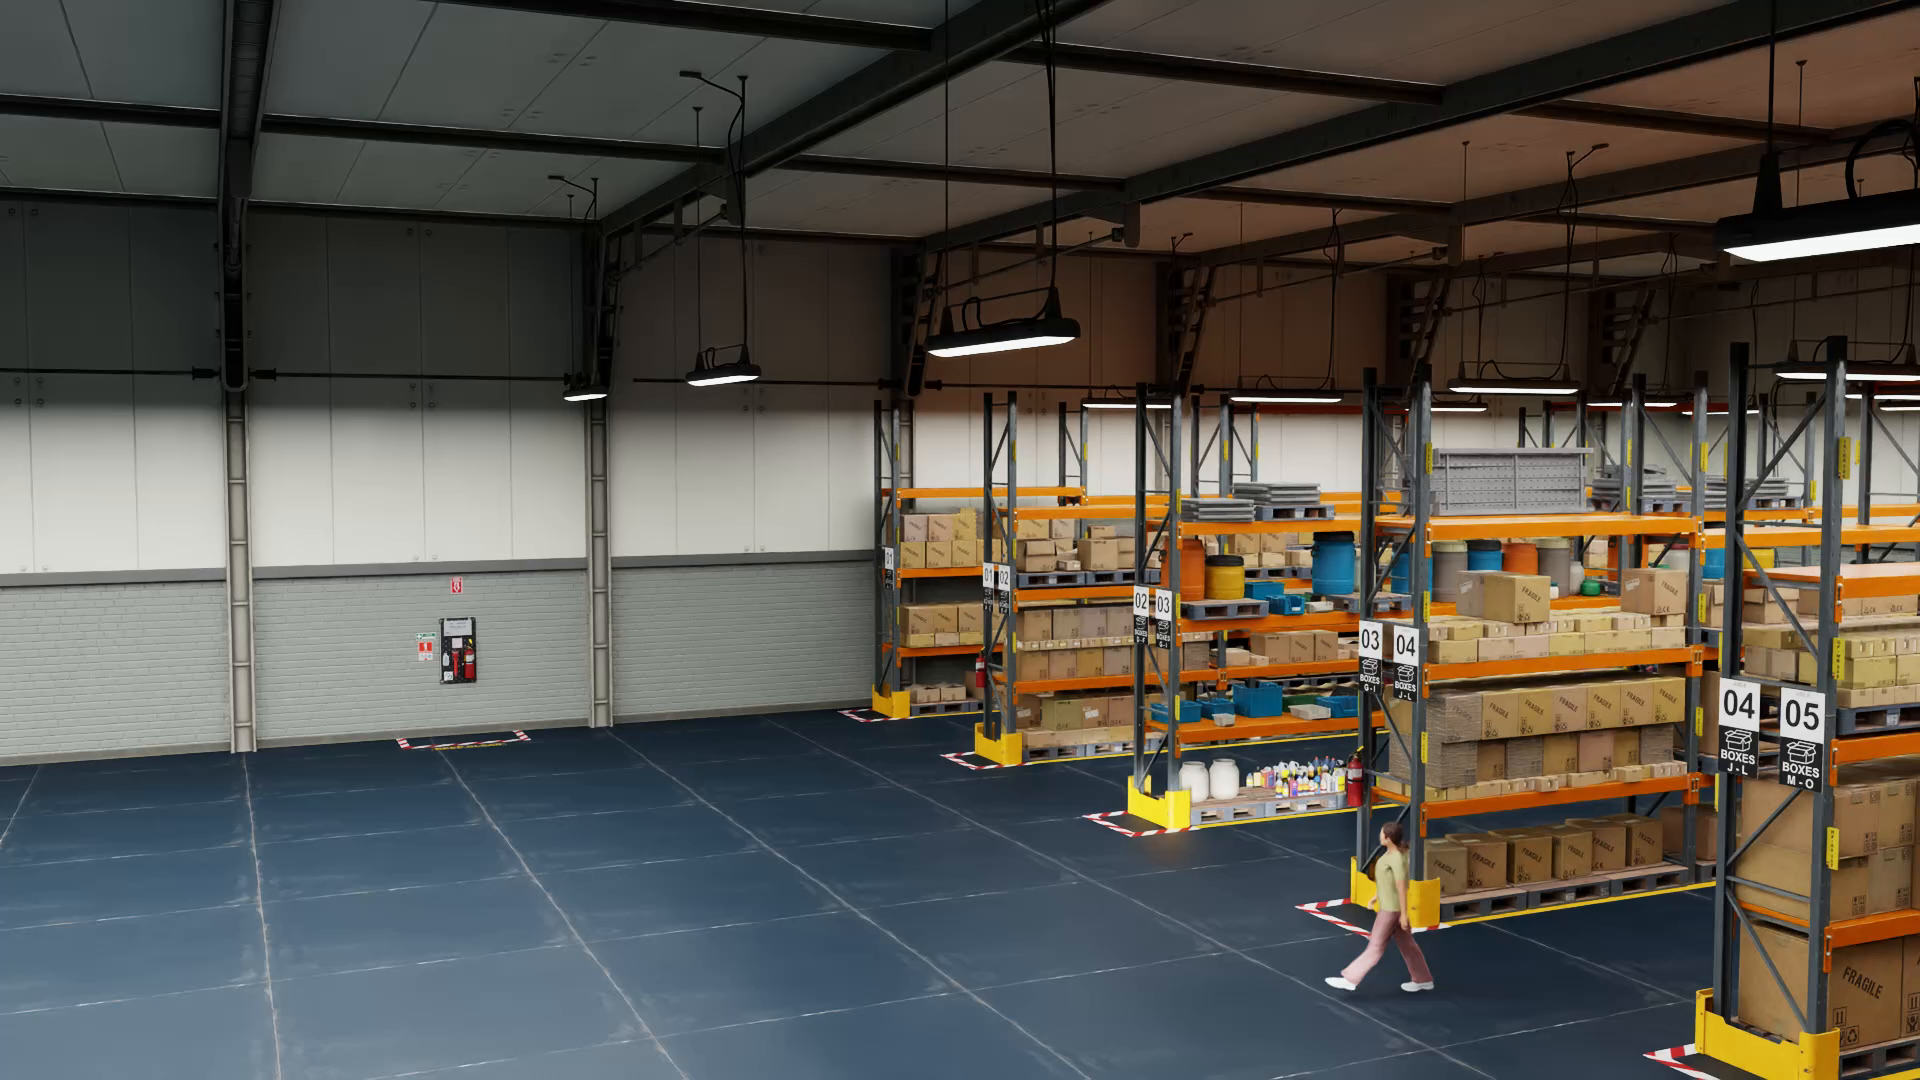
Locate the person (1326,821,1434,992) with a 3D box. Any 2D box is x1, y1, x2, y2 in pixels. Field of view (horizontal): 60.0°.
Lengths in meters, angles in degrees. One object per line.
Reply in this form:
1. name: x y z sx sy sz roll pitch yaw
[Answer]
1. person: 3.933 3.427 15.553 1.035 1.612 0.528 0 3 5
